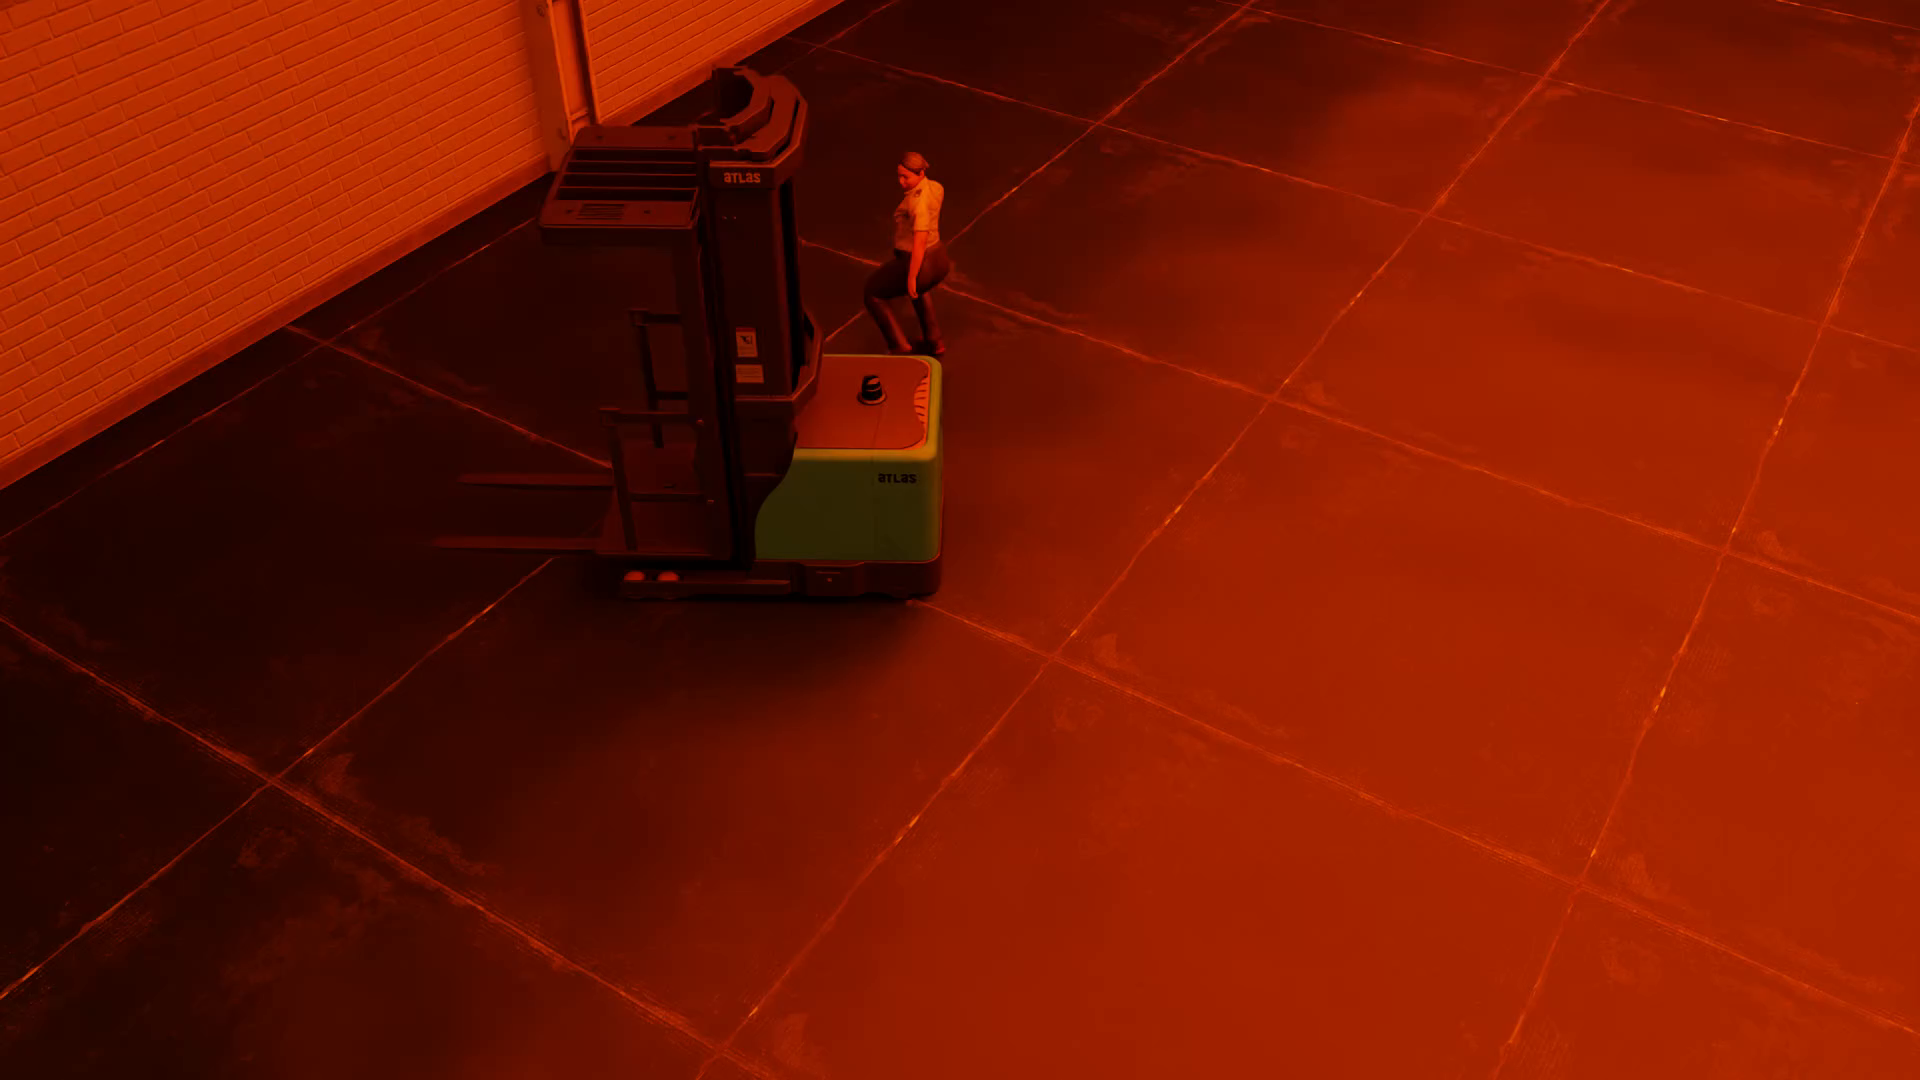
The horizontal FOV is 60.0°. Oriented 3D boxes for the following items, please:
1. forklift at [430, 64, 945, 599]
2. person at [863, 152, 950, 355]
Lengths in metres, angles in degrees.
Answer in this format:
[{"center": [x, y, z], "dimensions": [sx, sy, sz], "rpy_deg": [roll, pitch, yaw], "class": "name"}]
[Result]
[{"center": [-1.618, -1.109, 9.276], "dimensions": [3.031, 2.935, 1.130], "rpy_deg": [1, 40, 1], "class": "forklift"}, {"center": [-0.328, -1.895, 11.275], "dimensions": [0.619, 1.568, 0.706], "rpy_deg": [26, 47, 27], "class": "person"}]
